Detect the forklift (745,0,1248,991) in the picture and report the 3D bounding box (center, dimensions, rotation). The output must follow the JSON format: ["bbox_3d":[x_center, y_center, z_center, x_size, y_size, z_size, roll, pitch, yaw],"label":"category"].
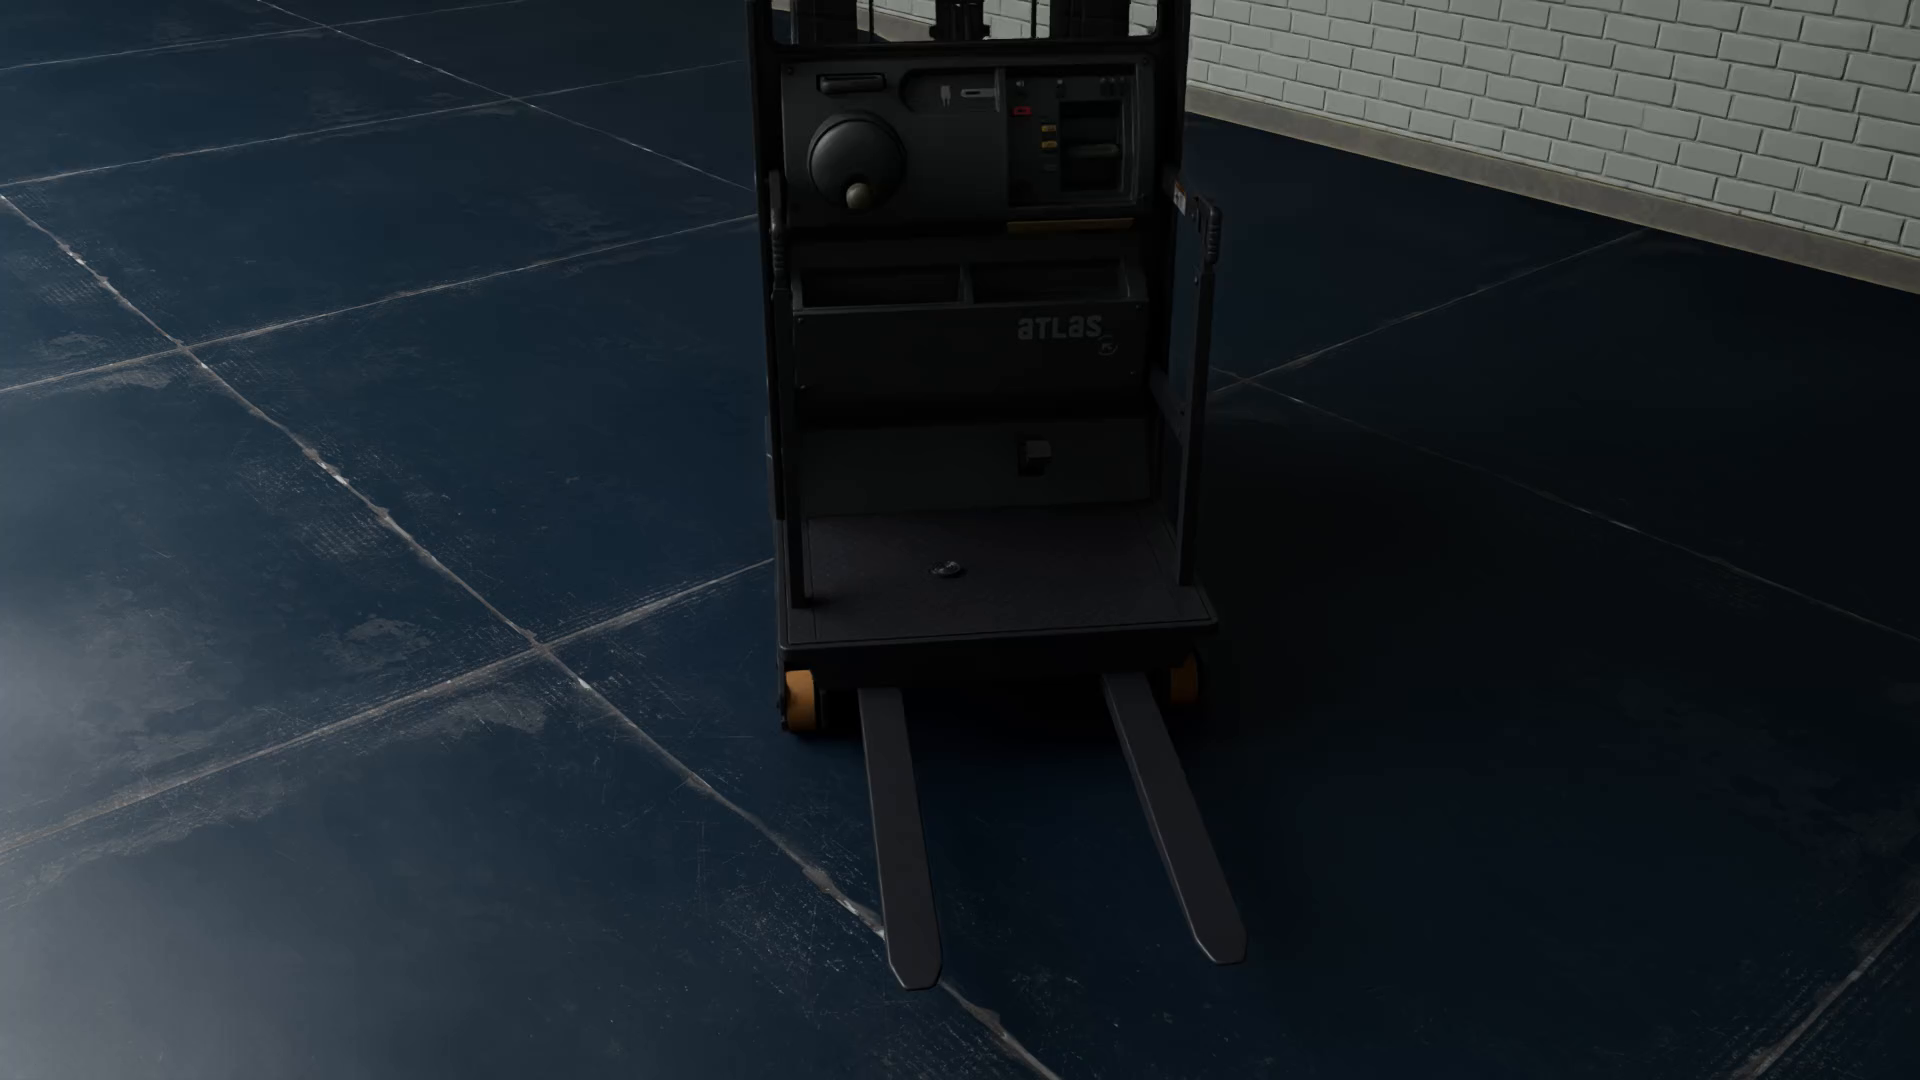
[{"bbox_3d":[0.052,-0.966,3.947,1.130,2.935,3.031,-3,28,-6],"label":"forklift"}]
